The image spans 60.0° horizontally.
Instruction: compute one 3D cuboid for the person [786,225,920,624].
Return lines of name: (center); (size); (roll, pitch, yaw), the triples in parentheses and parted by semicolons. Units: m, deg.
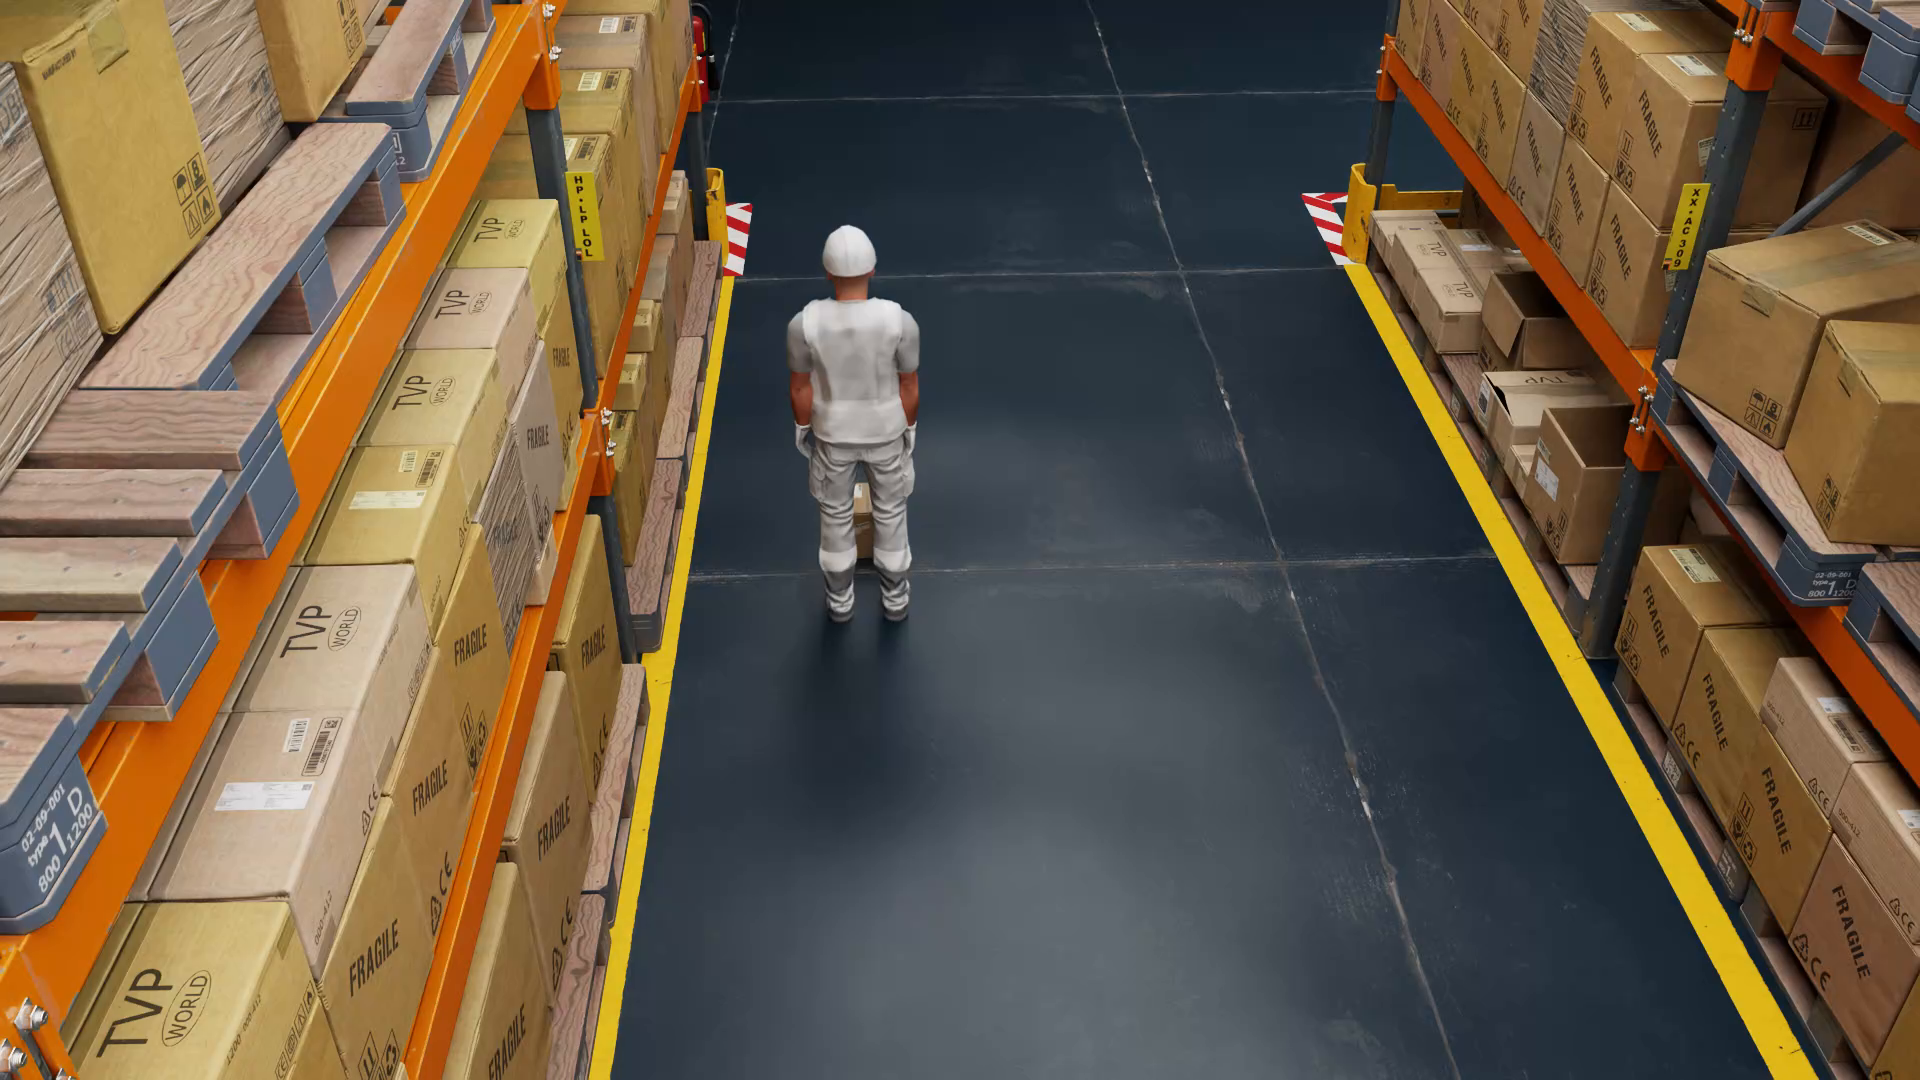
person: (-0.418, -0.444, 6.762); (0.525, 1.784, 0.342); (-1, 35, -1)
